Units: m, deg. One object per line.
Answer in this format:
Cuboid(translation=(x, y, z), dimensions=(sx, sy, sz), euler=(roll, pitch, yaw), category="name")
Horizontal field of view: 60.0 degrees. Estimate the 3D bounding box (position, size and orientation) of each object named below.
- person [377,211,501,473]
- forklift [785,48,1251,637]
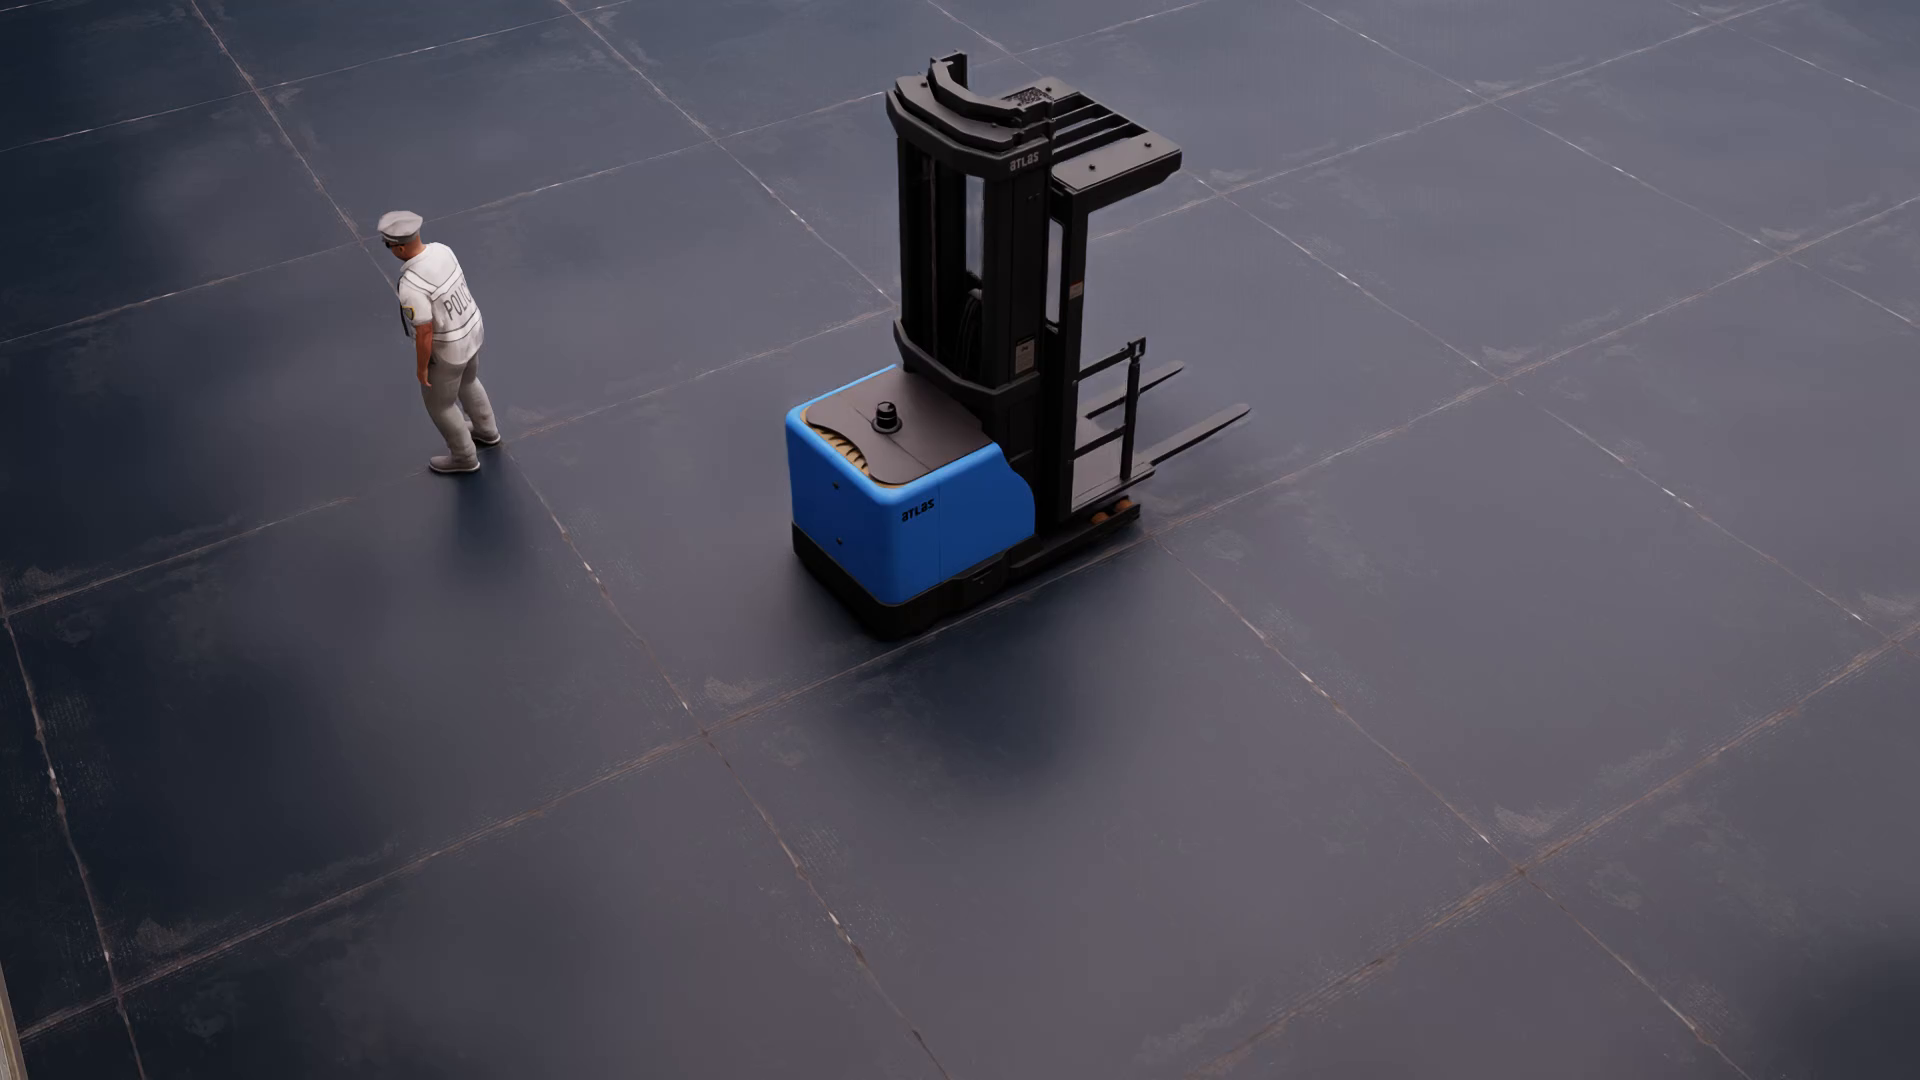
Cuboid(translation=(-3.140, -1.197, 10.139), dimensions=(0.442, 1.746, 0.590), euler=(9, 42, 10), category="person")
Cuboid(translation=(0.479, -1.355, 9.422), dimensions=(3.031, 2.935, 1.130), euler=(-27, 48, -27), category="forklift")
